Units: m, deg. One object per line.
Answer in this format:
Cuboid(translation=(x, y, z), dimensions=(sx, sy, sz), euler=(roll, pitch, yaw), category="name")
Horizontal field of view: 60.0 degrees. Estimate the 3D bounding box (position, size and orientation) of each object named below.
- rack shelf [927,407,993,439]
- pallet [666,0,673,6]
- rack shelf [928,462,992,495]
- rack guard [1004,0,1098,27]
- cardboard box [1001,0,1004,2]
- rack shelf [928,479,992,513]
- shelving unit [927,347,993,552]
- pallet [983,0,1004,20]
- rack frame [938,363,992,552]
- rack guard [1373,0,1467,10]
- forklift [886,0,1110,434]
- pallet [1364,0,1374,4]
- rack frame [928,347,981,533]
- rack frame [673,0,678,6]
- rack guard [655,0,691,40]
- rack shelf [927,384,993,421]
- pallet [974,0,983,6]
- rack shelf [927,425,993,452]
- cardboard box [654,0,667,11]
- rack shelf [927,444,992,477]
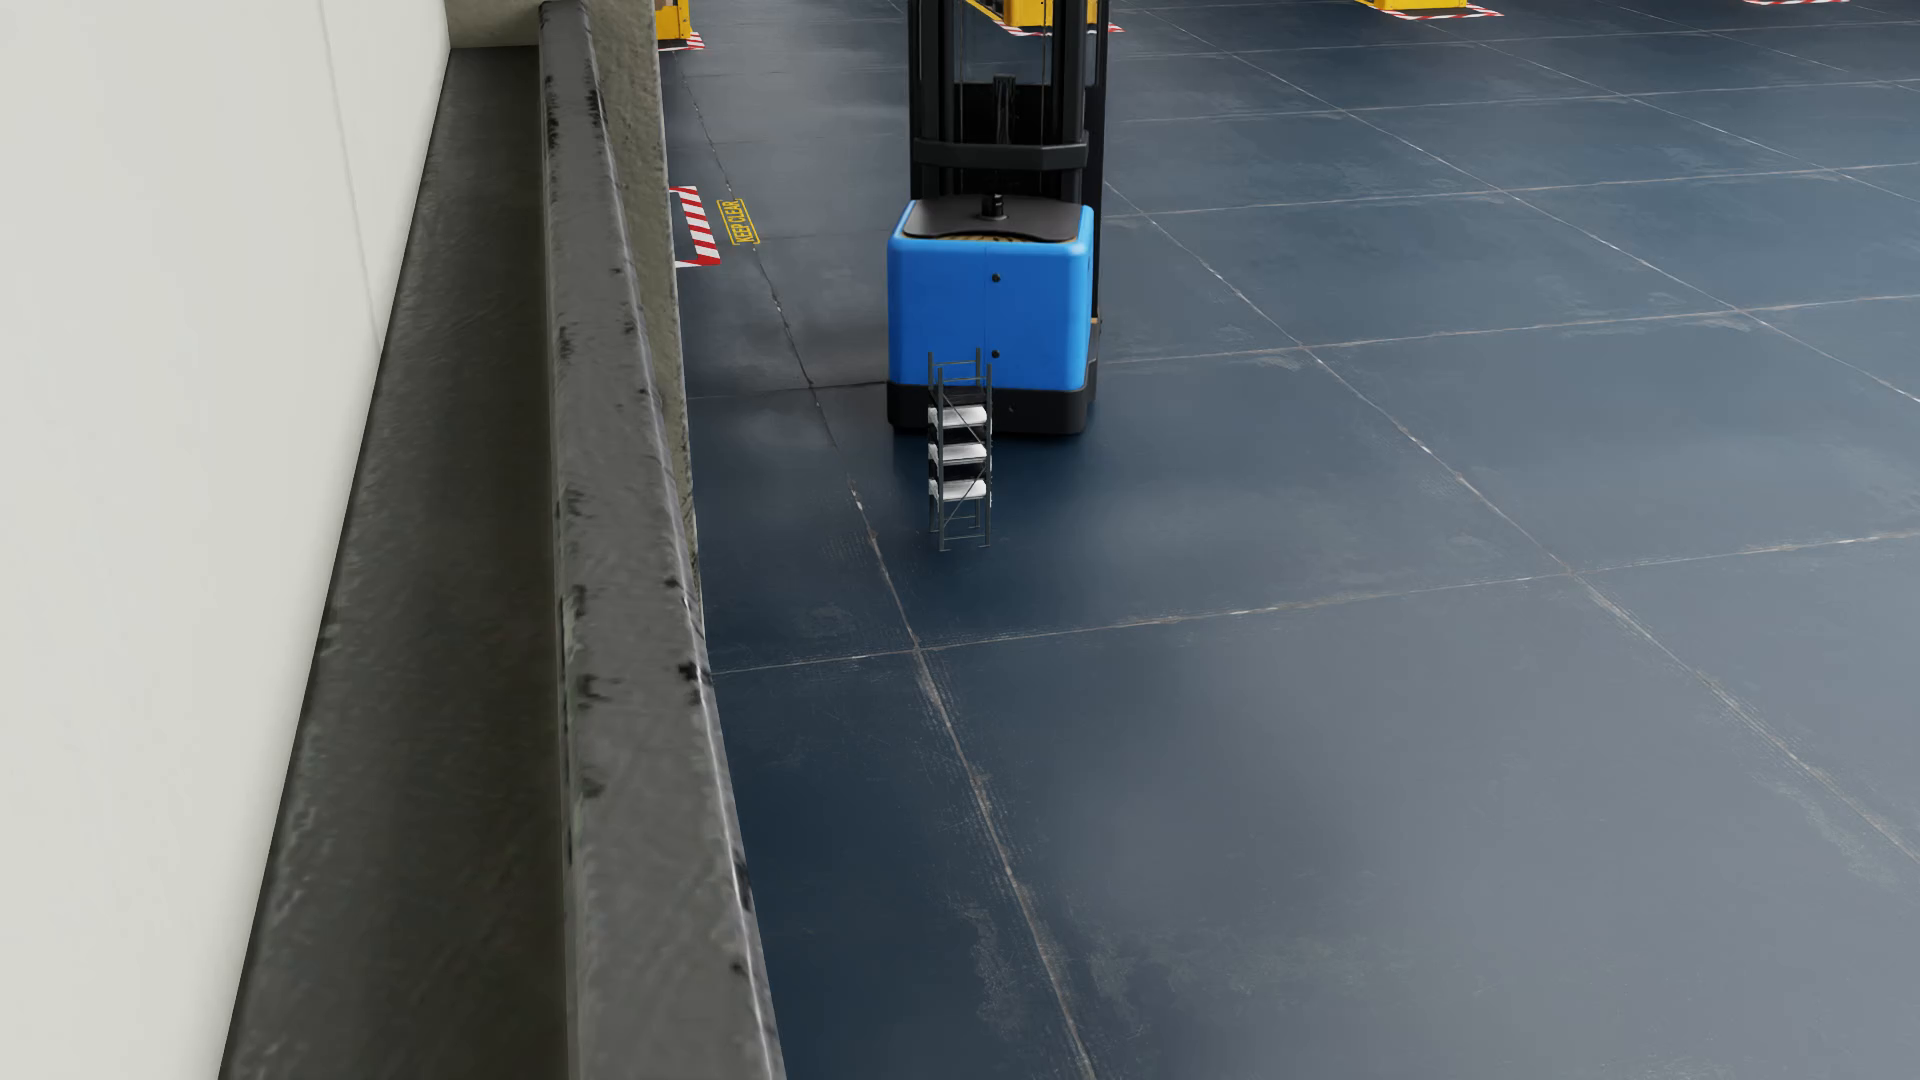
Cuboid(translation=(-0.002, -0.536, 7.488), dimensions=(0.258, 0.077, 0.200), euler=(-6, 27, -12), category="rack shelf")
Cuboid(translation=(-3.871, -6.281, 19.959), dimensions=(1.003, 0.211, 1.213), euler=(-6, 27, -12), category="pallet")
Cuboid(translation=(-0.002, -0.295, 7.610), dimensions=(0.258, 0.077, 0.200), euler=(-6, 27, -12), category="rack shelf")
Cuboid(translation=(1.125, -6.510, 20.093), dimensions=(1.175, 0.500, 0.348), euler=(-6, 27, -12), category="rack guard")
Cuboid(translation=(0.711, -6.802, 20.483), dimensions=(0.500, 0.250, 0.500), euler=(-6, 27, -12), category="cardboard box")
Cuboid(translation=(-0.002, -0.215, 7.650), dimensions=(0.258, 0.077, 0.200), euler=(-6, 27, -12), category="rack shelf")
Cuboid(translation=(-0.002, -0.405, 7.554), dimensions=(0.258, 0.900, 0.210), euler=(-6, 27, -12), category="shelving unit")
Cuboid(translation=(0.907, -6.723, 20.836), dimensions=(1.003, 0.211, 1.213), euler=(-6, 27, -12), category="pallet")
Cuboid(translation=(0.021, -0.361, 7.466), dimensions=(0.240, 0.900, 0.006), euler=(-6, 27, -12), category="rack frame")
Cuboid(translation=(5.884, -7.051, 21.164), dimensions=(1.175, 0.500, 0.348), euler=(-6, 27, -12), category="rack guard")
Cuboid(translation=(0.290, -2.494, 9.439), dimensions=(1.130, 2.935, 3.031), euler=(3, 27, 6), category="forklift")
Cuboid(translation=(5.706, -7.279, 21.937), dimensions=(1.003, 0.211, 1.213), euler=(-6, 27, -12), category="pallet")
Cuboid(translation=(-0.025, -0.450, 7.643), dimensions=(0.240, 0.900, 0.006), euler=(-6, 27, -12), category="rack frame")
Cuboid(translation=(-3.706, -7.132, 18.551), dimensions=(1.000, 3.000, 0.127), euler=(-6, 27, -12), category="rack frame")
Cuboid(translation=(-3.723, -6.049, 19.181), dimensions=(1.175, 0.500, 0.348), euler=(-6, 27, -12), category="rack guard")
Cuboid(translation=(-0.002, -0.617, 7.448), dimensions=(0.258, 0.077, 0.200), euler=(-6, 27, -12), category="rack shelf")
Cuboid(translation=(0.635, -7.258, 21.895), dimensions=(1.003, 0.211, 1.213), euler=(-6, 27, -12), category="pallet")
Cuboid(translation=(-0.002, -0.456, 7.529), dimensions=(0.258, 0.077, 0.200), euler=(-6, 27, -12), category="rack shelf")
Cuboid(translation=(-3.774, -6.441, 19.678), dimensions=(0.500, 0.311, 0.500), euler=(-9, 28, -17), category="cardboard box")
Cuboid(translation=(-0.002, -0.376, 7.569), dimensions=(0.258, 0.077, 0.200), euler=(-6, 27, -12), category="rack shelf")
